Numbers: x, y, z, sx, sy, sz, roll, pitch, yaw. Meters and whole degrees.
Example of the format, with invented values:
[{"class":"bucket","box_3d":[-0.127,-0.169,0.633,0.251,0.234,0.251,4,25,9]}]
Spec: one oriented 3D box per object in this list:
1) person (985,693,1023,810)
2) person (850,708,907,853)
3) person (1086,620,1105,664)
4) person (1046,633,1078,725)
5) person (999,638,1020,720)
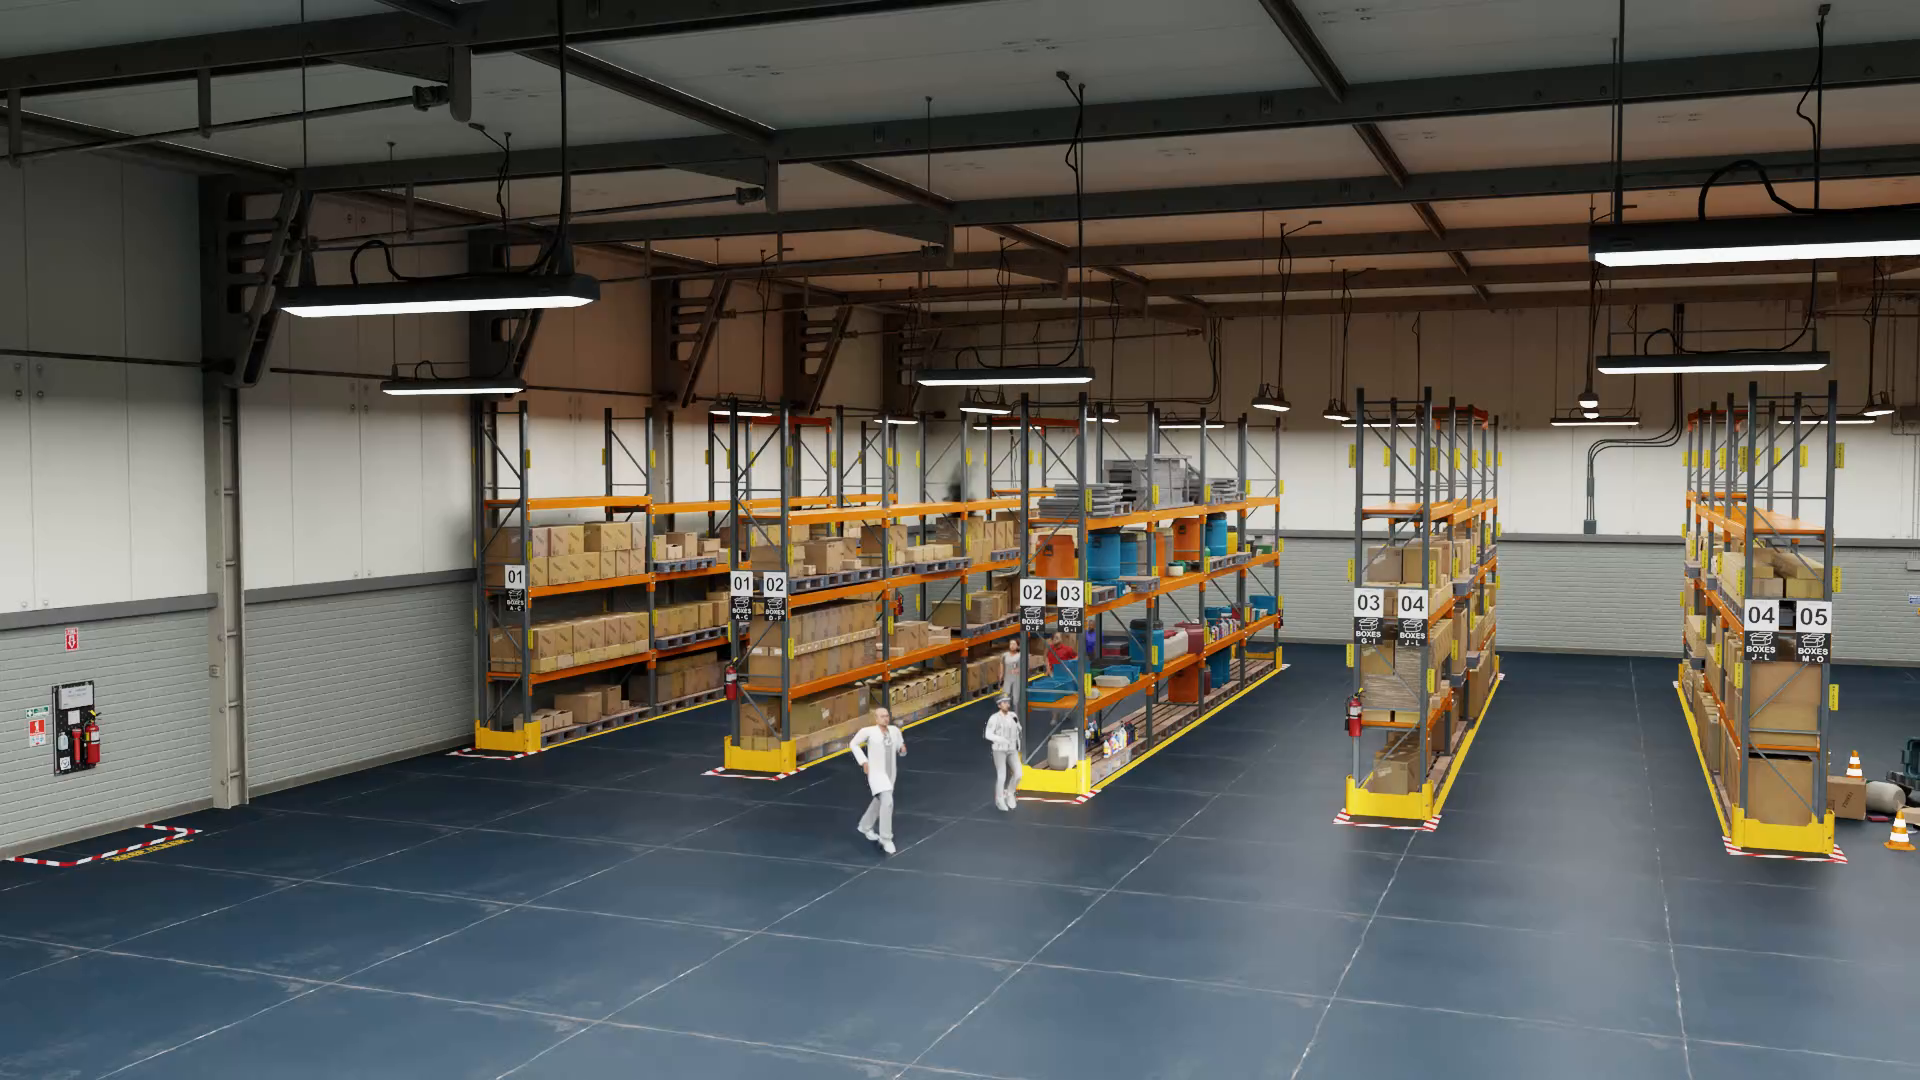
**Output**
[{"class":"person","box_3d":[0.685,3.020,23.674,0.664,1.691,0.551,-1,3,-27]},{"class":"person","box_3d":[-1.018,3.078,21.493,0.667,1.854,0.864,-3,4,-42]},{"class":"person","box_3d":[2.733,2.478,34.519,0.590,1.654,0.846,1,3,15]},{"class":"person","box_3d":[1.939,2.627,31.593,0.671,1.757,0.754,1,3,26]},{"class":"person","box_3d":[0.970,2.654,31.097,0.546,1.635,0.628,1,3,12]}]
